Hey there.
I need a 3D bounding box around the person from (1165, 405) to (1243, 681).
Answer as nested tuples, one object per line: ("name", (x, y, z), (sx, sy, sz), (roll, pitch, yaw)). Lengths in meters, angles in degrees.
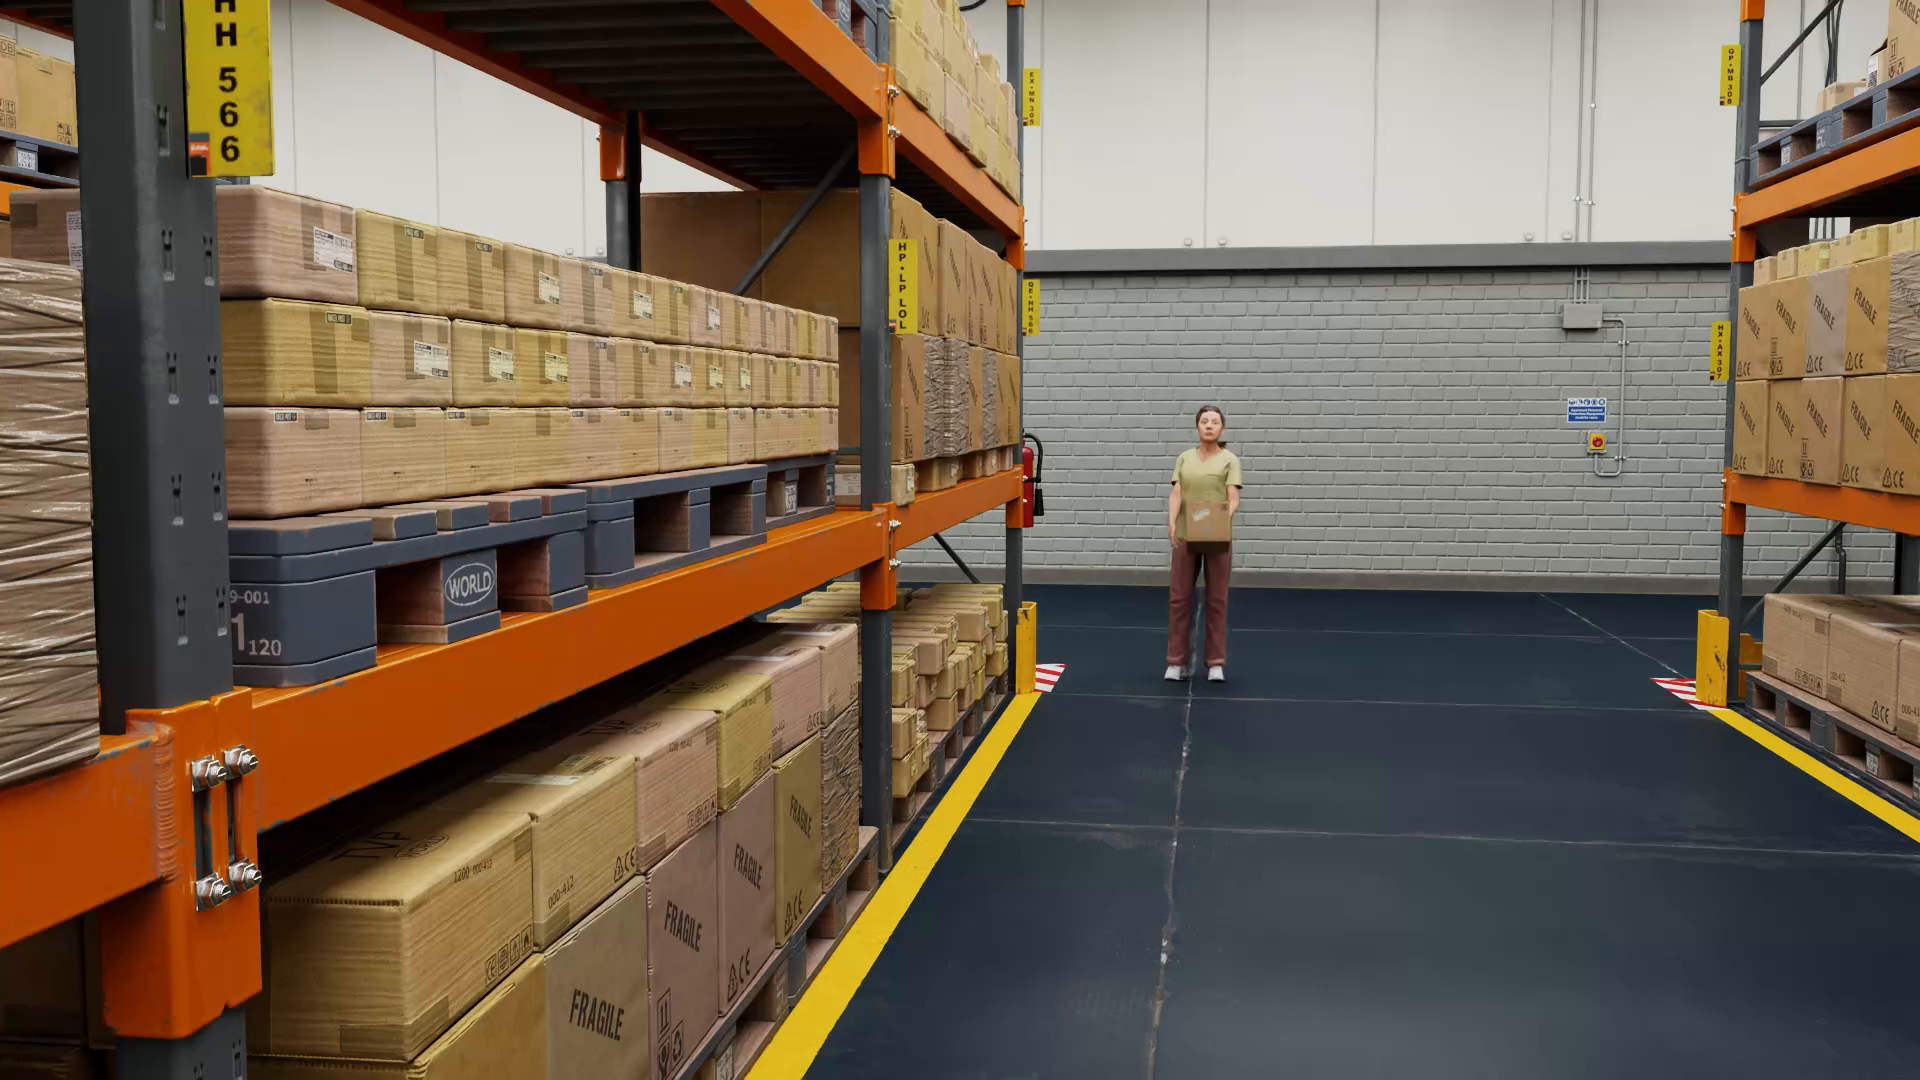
("person", (1.484, 0.018, 10.131), (0.447, 1.675, 0.529), (2, 5, 21))
